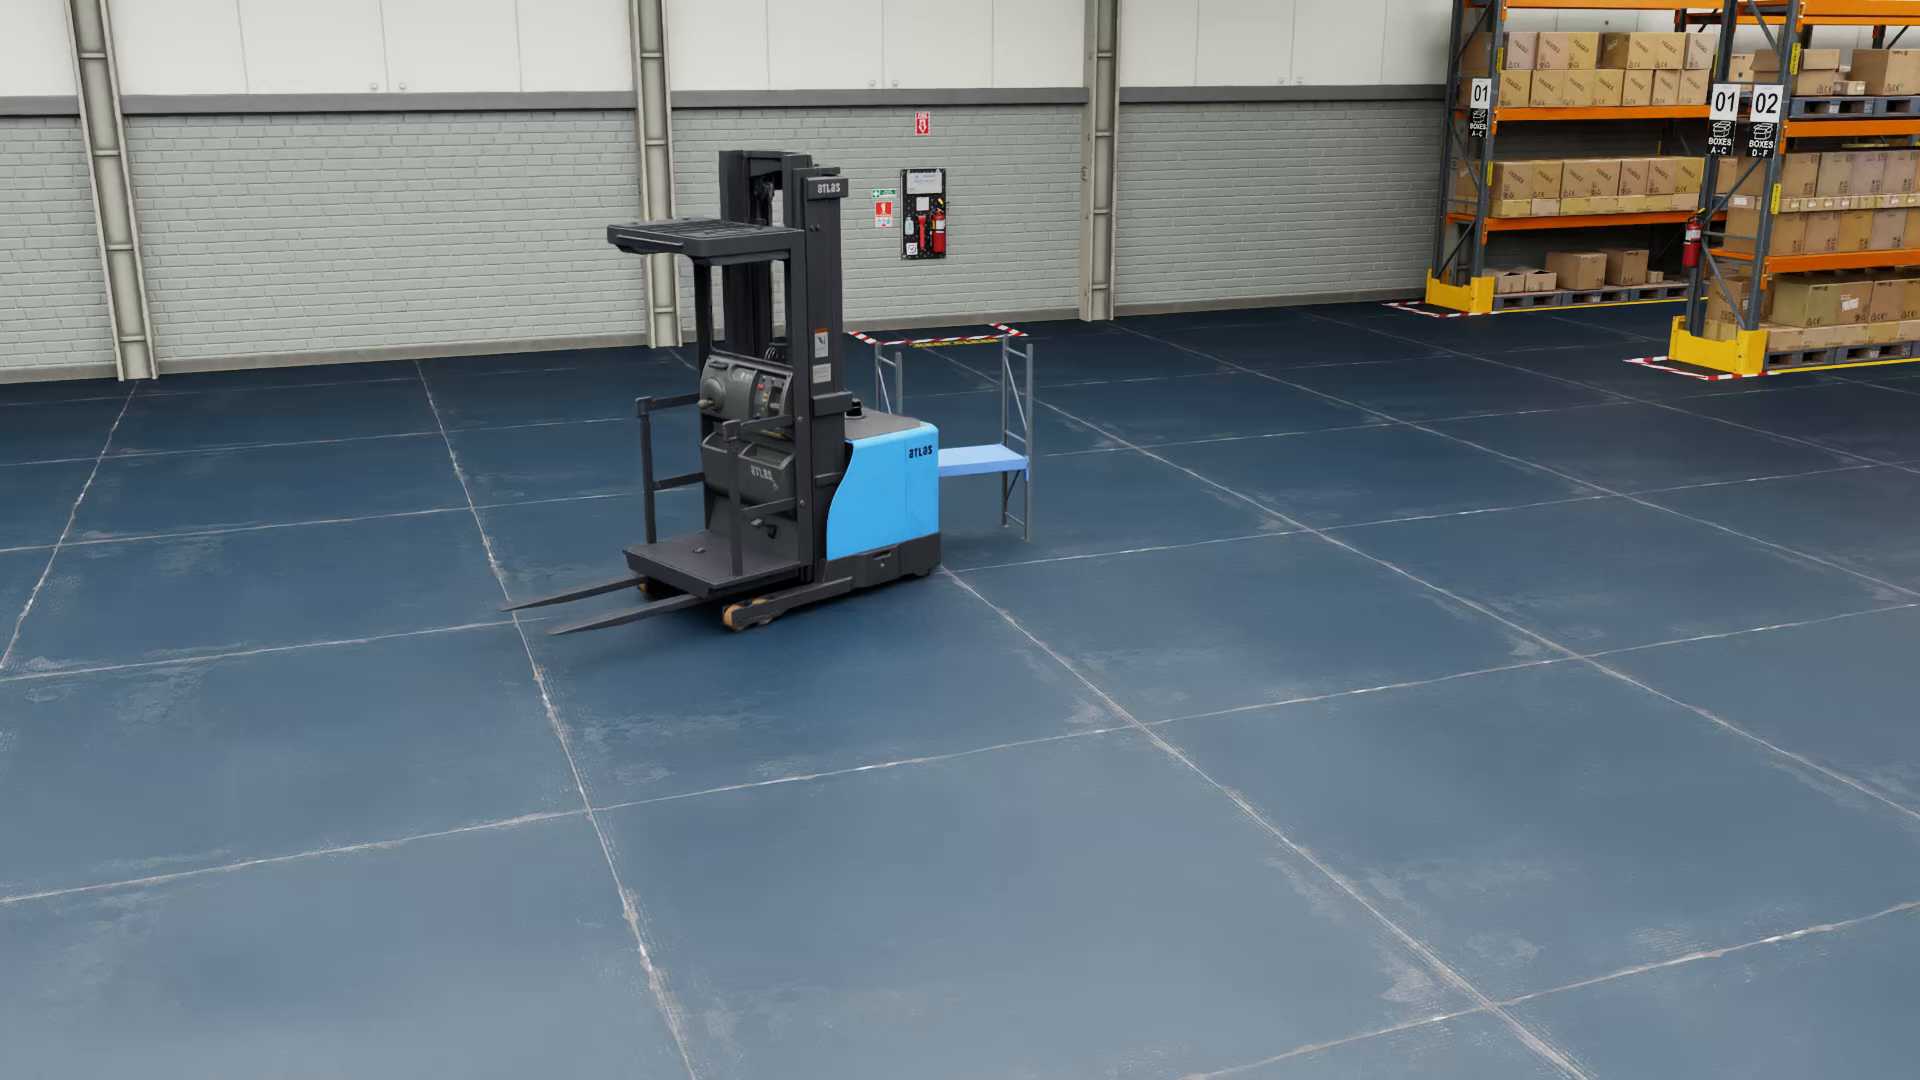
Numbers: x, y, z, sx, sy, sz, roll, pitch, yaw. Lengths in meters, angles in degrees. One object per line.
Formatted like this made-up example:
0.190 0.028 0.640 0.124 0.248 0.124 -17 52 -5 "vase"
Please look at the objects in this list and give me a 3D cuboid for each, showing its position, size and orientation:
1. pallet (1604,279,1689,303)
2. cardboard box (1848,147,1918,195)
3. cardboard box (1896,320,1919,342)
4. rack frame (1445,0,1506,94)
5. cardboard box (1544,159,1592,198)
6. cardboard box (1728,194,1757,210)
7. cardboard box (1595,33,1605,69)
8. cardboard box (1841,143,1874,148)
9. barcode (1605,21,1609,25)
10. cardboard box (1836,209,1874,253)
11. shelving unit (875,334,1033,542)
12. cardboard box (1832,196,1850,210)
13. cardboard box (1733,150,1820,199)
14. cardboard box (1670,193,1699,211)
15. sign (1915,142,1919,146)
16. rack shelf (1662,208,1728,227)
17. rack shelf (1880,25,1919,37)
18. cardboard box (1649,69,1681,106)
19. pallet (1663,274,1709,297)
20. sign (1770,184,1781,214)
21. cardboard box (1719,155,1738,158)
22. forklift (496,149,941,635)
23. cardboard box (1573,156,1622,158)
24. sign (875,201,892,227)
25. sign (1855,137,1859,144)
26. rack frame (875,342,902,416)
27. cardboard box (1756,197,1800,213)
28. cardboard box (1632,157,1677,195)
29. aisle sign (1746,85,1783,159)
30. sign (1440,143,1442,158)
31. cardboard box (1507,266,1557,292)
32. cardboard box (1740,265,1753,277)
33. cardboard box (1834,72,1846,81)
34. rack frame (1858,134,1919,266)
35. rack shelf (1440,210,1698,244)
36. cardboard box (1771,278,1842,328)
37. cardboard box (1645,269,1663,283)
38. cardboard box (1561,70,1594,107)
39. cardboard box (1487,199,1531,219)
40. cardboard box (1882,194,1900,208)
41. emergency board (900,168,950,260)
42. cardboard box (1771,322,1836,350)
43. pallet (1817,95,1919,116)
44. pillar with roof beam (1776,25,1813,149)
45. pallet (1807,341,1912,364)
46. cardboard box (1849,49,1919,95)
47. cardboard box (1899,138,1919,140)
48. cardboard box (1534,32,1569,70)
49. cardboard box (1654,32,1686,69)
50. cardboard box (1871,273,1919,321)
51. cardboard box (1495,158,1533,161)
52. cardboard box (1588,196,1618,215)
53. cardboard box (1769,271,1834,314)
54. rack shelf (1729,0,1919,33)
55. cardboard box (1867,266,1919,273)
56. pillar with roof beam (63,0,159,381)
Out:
10.259 -3.792 25.137 1.213 0.211 1.003 -6 17 -20 "pallet"
10.832 -4.376 19.698 0.500 0.500 0.700 -6 17 -20 "cardboard box"
11.363 -2.580 20.195 0.500 0.250 0.500 -6 17 -20 "cardboard box"
7.138 -7.682 22.788 0.127 3.000 1.000 -6 17 -20 "rack frame"
8.642 -5.168 23.773 0.500 0.500 0.500 -7 18 -22 "cardboard box"
9.203 -3.949 19.393 0.250 0.149 0.380 -6 18 -21 "cardboard box"
8.894 -7.043 23.948 0.500 0.500 0.500 -6 17 -20 "cardboard box"
14.002 -6.102 25.943 0.250 0.149 0.380 -9 19 -29 "cardboard box"
9.422 -7.531 24.224 0.075 0.075 0.001 -6 17 -20 "barcode"
10.309 -3.695 19.681 0.500 0.500 0.700 -6 17 -20 "cardboard box"
-0.046 -0.721 12.391 1.048 1.500 0.538 -6 17 -20 "shelving unit"
10.073 -3.920 19.295 0.250 0.149 0.380 -6 18 -21 "cardboard box"
9.404 -4.220 19.166 0.500 0.500 0.700 -6 17 -20 "cardboard box"
10.540 -5.017 24.591 0.500 0.250 0.500 -6 17 -20 "cardboard box"
14.812 -5.986 25.745 0.005 0.325 0.100 -6 17 -20 "sign"
12.741 -5.064 25.795 4.000 0.370 1.077 -6 17 -20 "rack shelf"
16.476 -8.153 26.379 4.000 0.370 1.077 -6 17 -20 "rack shelf"
10.014 -6.540 24.010 0.500 0.500 0.500 -8 18 -25 "cardboard box"
11.600 -3.948 25.668 1.213 0.211 1.003 -6 17 -20 "pallet"
9.107 -3.808 18.564 0.005 0.325 0.100 -6 17 -20 "sign"
11.885 -5.563 25.260 0.500 0.500 0.700 -4 17 -14 "cardboard box"
-1.557 -0.990 10.766 3.031 2.935 1.130 -15 22 -41 "forklift"
9.408 -5.412 24.605 0.500 0.500 0.500 -6 17 -19 "cardboard box"
-0.995 -4.247 21.672 0.234 0.329 0.001 -6 17 -20 "sign"
14.407 -6.312 26.713 0.005 0.325 0.100 -6 17 -20 "sign"
-0.520 -0.669 12.214 0.032 1.500 0.500 -6 17 -20 "rack frame"
9.358 -3.843 19.033 0.250 0.149 0.380 -6 18 -20 "cardboard box"
10.079 -5.324 24.303 0.500 0.500 0.500 -6 17 -20 "cardboard box"
8.963 -4.661 18.533 0.004 0.787 0.394 -6 17 -20 "aisle sign"
6.959 -5.659 23.930 0.005 0.325 0.100 -6 17 -20 "sign"
8.349 -3.828 24.303 0.500 0.311 0.500 -5 17 -15 "cardboard box"
12.019 -4.363 25.787 0.500 0.500 0.700 -7 18 -21 "cardboard box"
9.895 -5.322 19.348 0.500 0.250 0.500 -6 17 -20 "cardboard box"
14.609 -5.610 26.380 0.127 3.000 1.000 -6 17 -20 "rack frame"
9.006 -4.660 24.421 4.000 0.370 1.077 -6 17 -20 "rack shelf"
9.961 -2.789 19.577 0.500 0.500 0.500 -6 17 -20 "cardboard box"
10.385 -3.997 25.133 0.250 0.166 0.380 -9 18 -27 "cardboard box"
8.538 -6.367 23.419 0.500 0.500 0.500 -5 17 -18 "cardboard box"
7.708 -4.707 23.535 0.500 0.250 0.500 -7 18 -22 "cardboard box"
10.794 -3.998 19.560 0.250 0.149 0.380 -6 17 -20 "cardboard box"
-0.441 -4.258 21.774 0.643 1.169 0.194 -6 17 -20 "emergency board"
9.960 -2.430 19.684 0.500 0.250 0.500 -6 17 -20 "cardboard box"
10.725 -5.086 19.428 1.213 0.211 1.003 -6 17 -20 "pallet"
14.626 -7.453 22.006 0.400 9.000 9.100 -6 17 -20 "pillar with roof beam"
10.751 -2.373 20.304 1.213 0.211 1.003 -6 17 -20 "pallet"
10.563 -5.352 19.006 0.500 0.500 0.500 -6 17 -20 "cardboard box"
15.424 -6.336 26.778 0.500 0.250 0.500 -7 18 -22 "cardboard box"
8.072 -6.793 23.094 0.500 0.500 0.500 -6 18 -21 "cardboard box"
9.992 -7.004 23.813 0.500 0.500 0.500 -5 17 -17 "cardboard box"
11.358 -2.943 20.101 0.500 0.500 0.500 -6 17 -20 "cardboard box"
7.976 -5.253 24.062 0.500 0.500 0.500 -6 17 -19 "cardboard box"
9.138 -4.863 24.067 0.500 0.250 0.500 -6 17 -20 "cardboard box"
10.237 -2.980 20.226 0.500 0.500 0.500 -6 17 -20 "cardboard box"
10.782 -6.044 19.195 4.000 0.370 1.077 -6 17 -20 "rack shelf"
11.640 -3.129 20.735 0.500 0.500 0.500 -6 17 -20 "cardboard box"
-7.785 -5.033 13.766 0.400 9.000 9.100 -6 17 -20 "pillar with roof beam"
